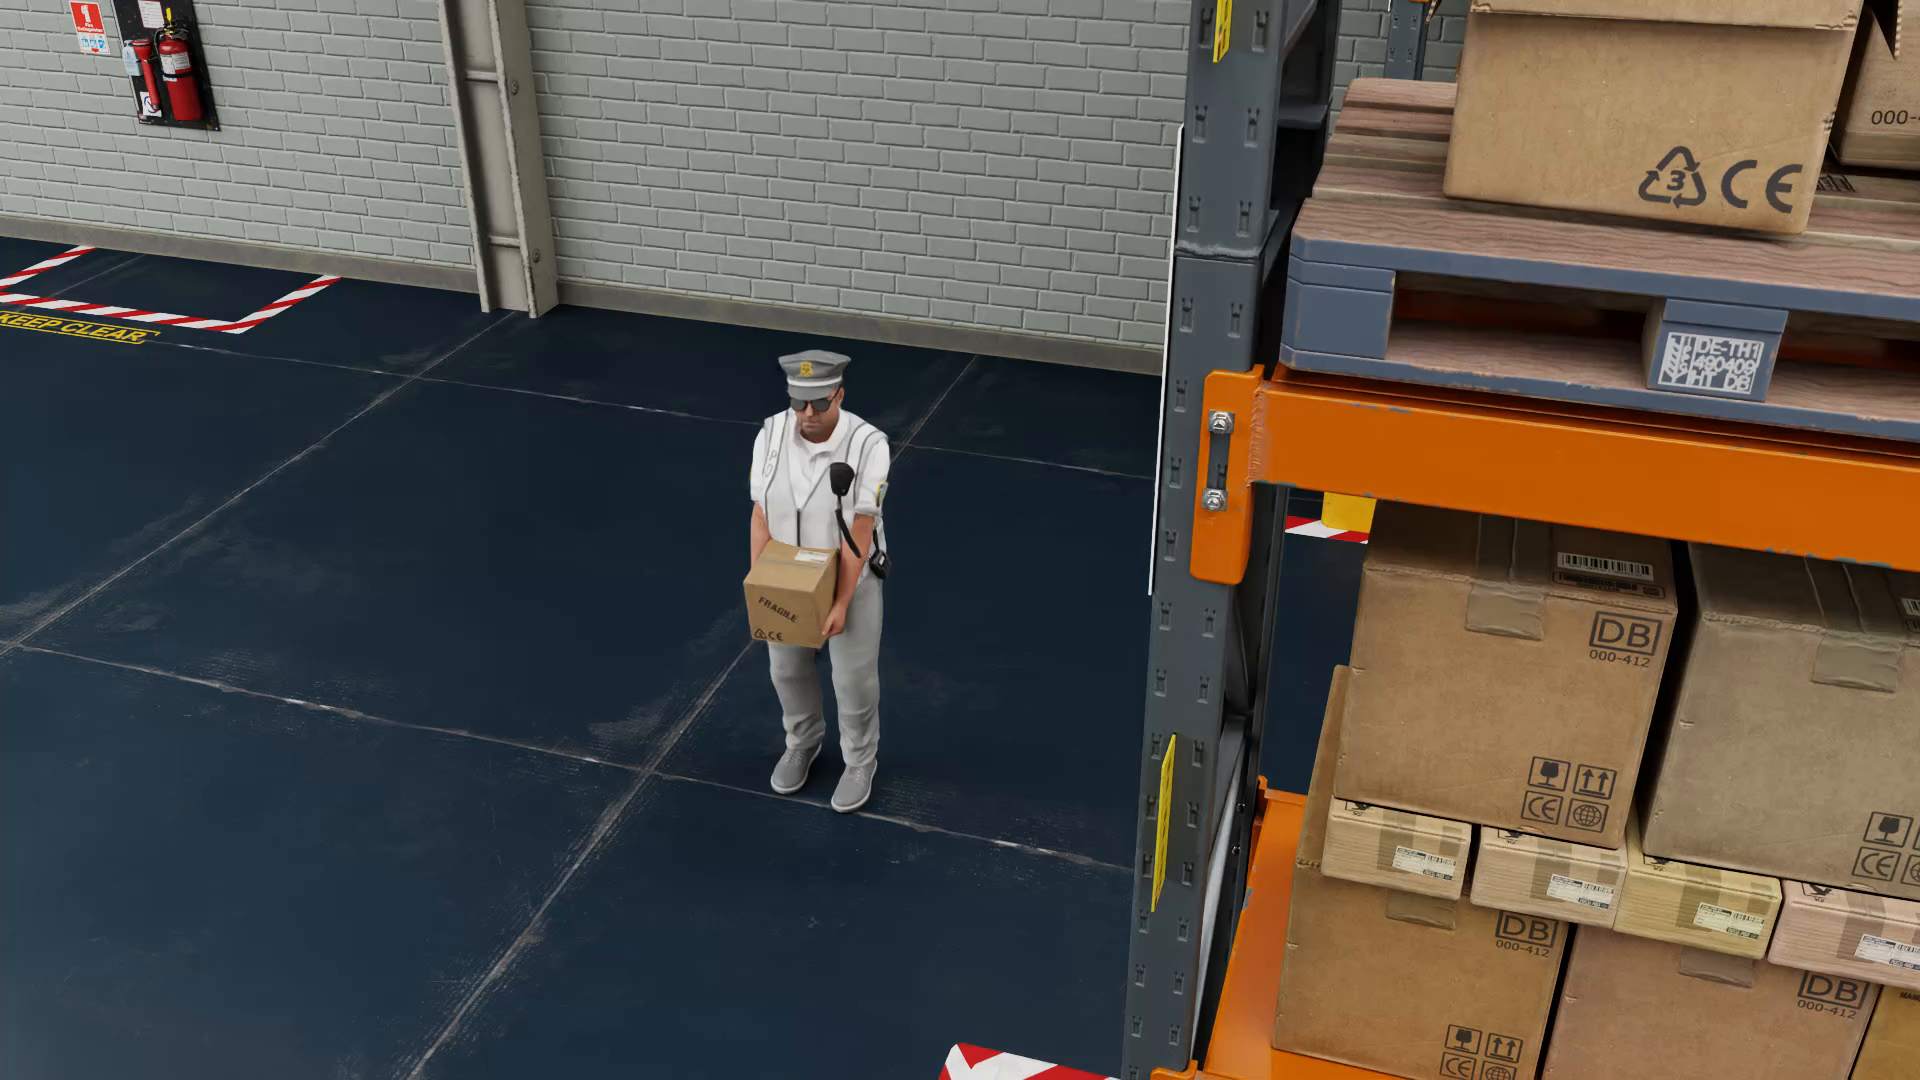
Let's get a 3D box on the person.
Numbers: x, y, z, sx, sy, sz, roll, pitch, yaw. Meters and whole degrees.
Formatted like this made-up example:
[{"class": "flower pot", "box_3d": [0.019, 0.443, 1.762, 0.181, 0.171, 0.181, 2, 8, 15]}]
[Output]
[{"class": "person", "box_3d": [-0.488, 0.156, 5.841, 0.488, 1.758, 0.583, 8, 30, 14]}]
